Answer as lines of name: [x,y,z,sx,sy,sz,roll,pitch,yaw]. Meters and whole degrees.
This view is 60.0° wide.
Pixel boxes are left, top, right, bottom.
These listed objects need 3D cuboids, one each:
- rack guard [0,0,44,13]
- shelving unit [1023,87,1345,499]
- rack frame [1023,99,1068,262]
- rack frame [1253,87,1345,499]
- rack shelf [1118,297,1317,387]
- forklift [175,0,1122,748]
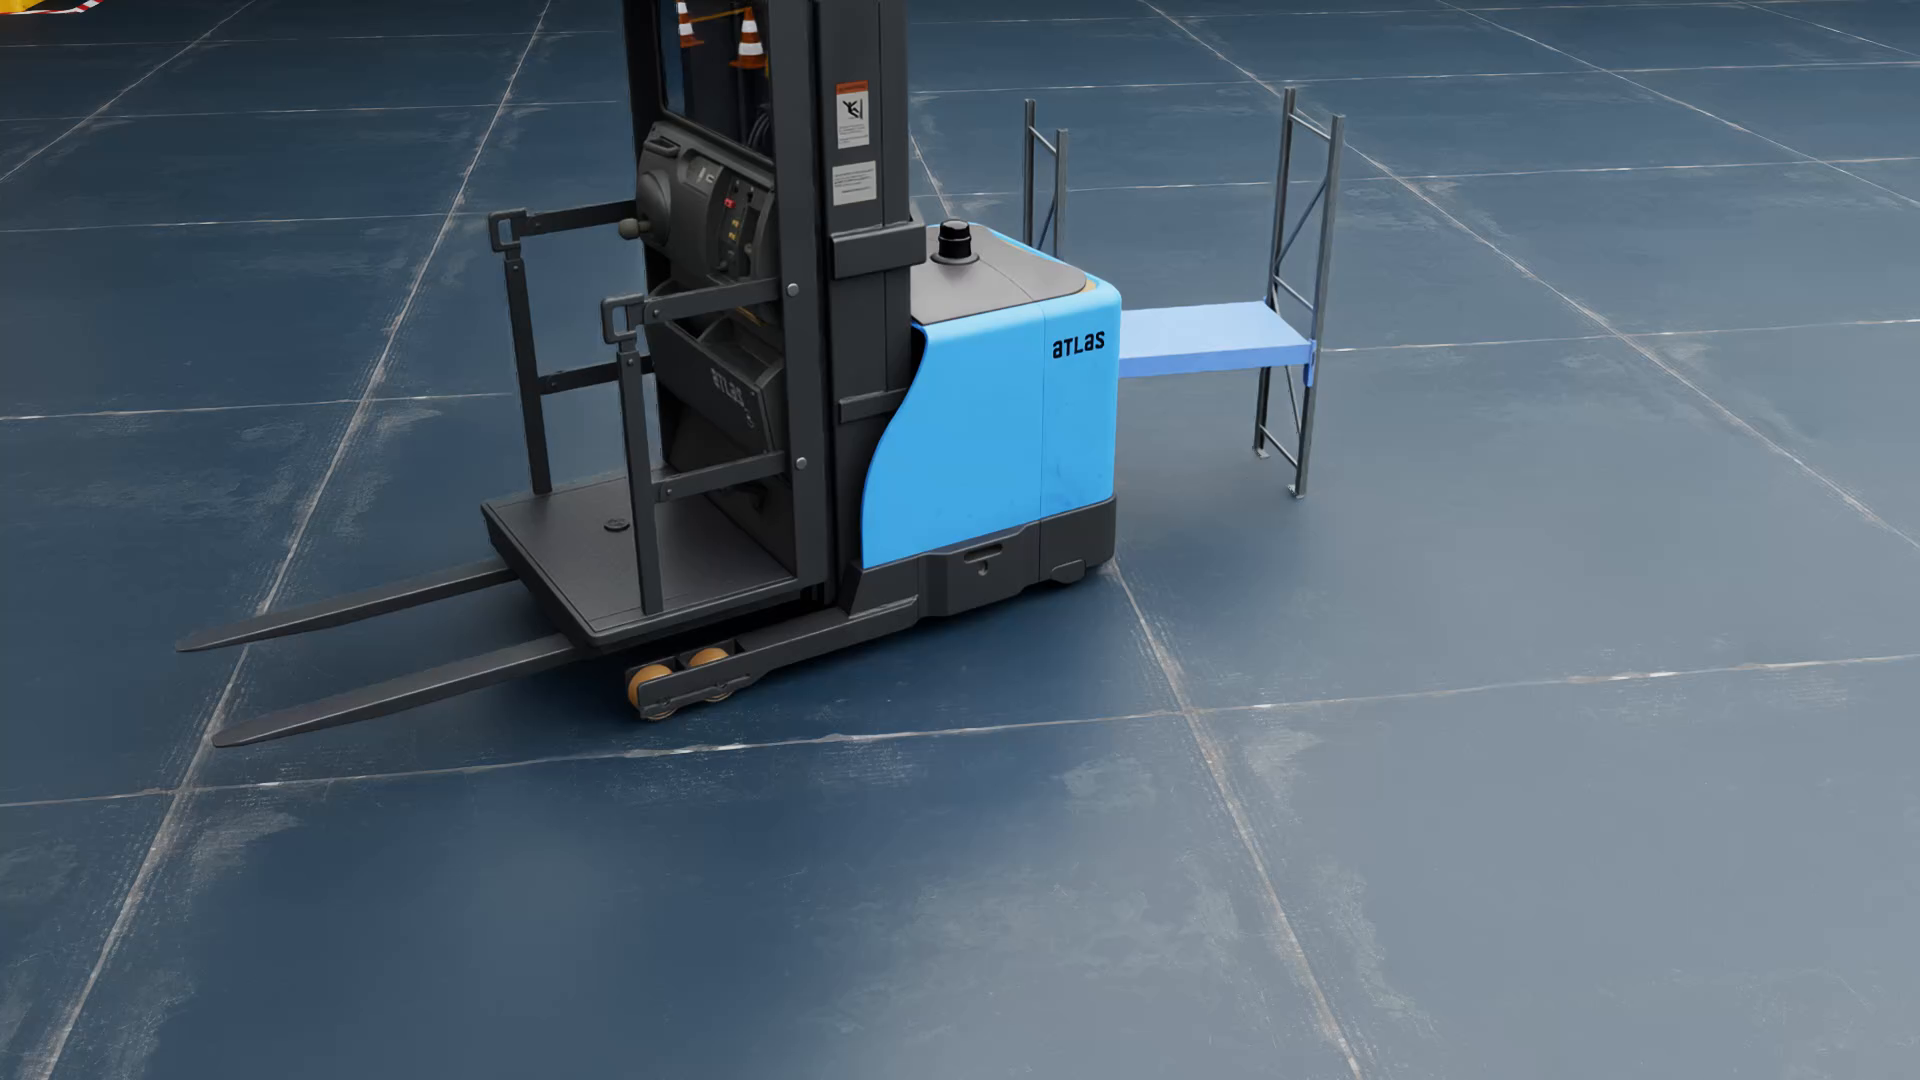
rack guard: [-9.502,-5.673,16.759,0.348,0.500,1.175,-4,27,-7]
shelving unit: [0.803,-0.896,6.354,1.048,1.500,0.538,-5,28,-10]
rack frame: [0.305,-0.849,6.262,0.032,1.500,0.500,-5,28,-10]
rack frame: [1.300,-0.944,6.446,0.032,1.500,0.500,-5,28,-10]
rack shelf: [0.803,-0.736,6.436,1.000,0.185,0.538,-5,28,-10]
forklift: [-0.966,-1.022,5.031,3.031,2.935,1.130,-16,31,-28]
